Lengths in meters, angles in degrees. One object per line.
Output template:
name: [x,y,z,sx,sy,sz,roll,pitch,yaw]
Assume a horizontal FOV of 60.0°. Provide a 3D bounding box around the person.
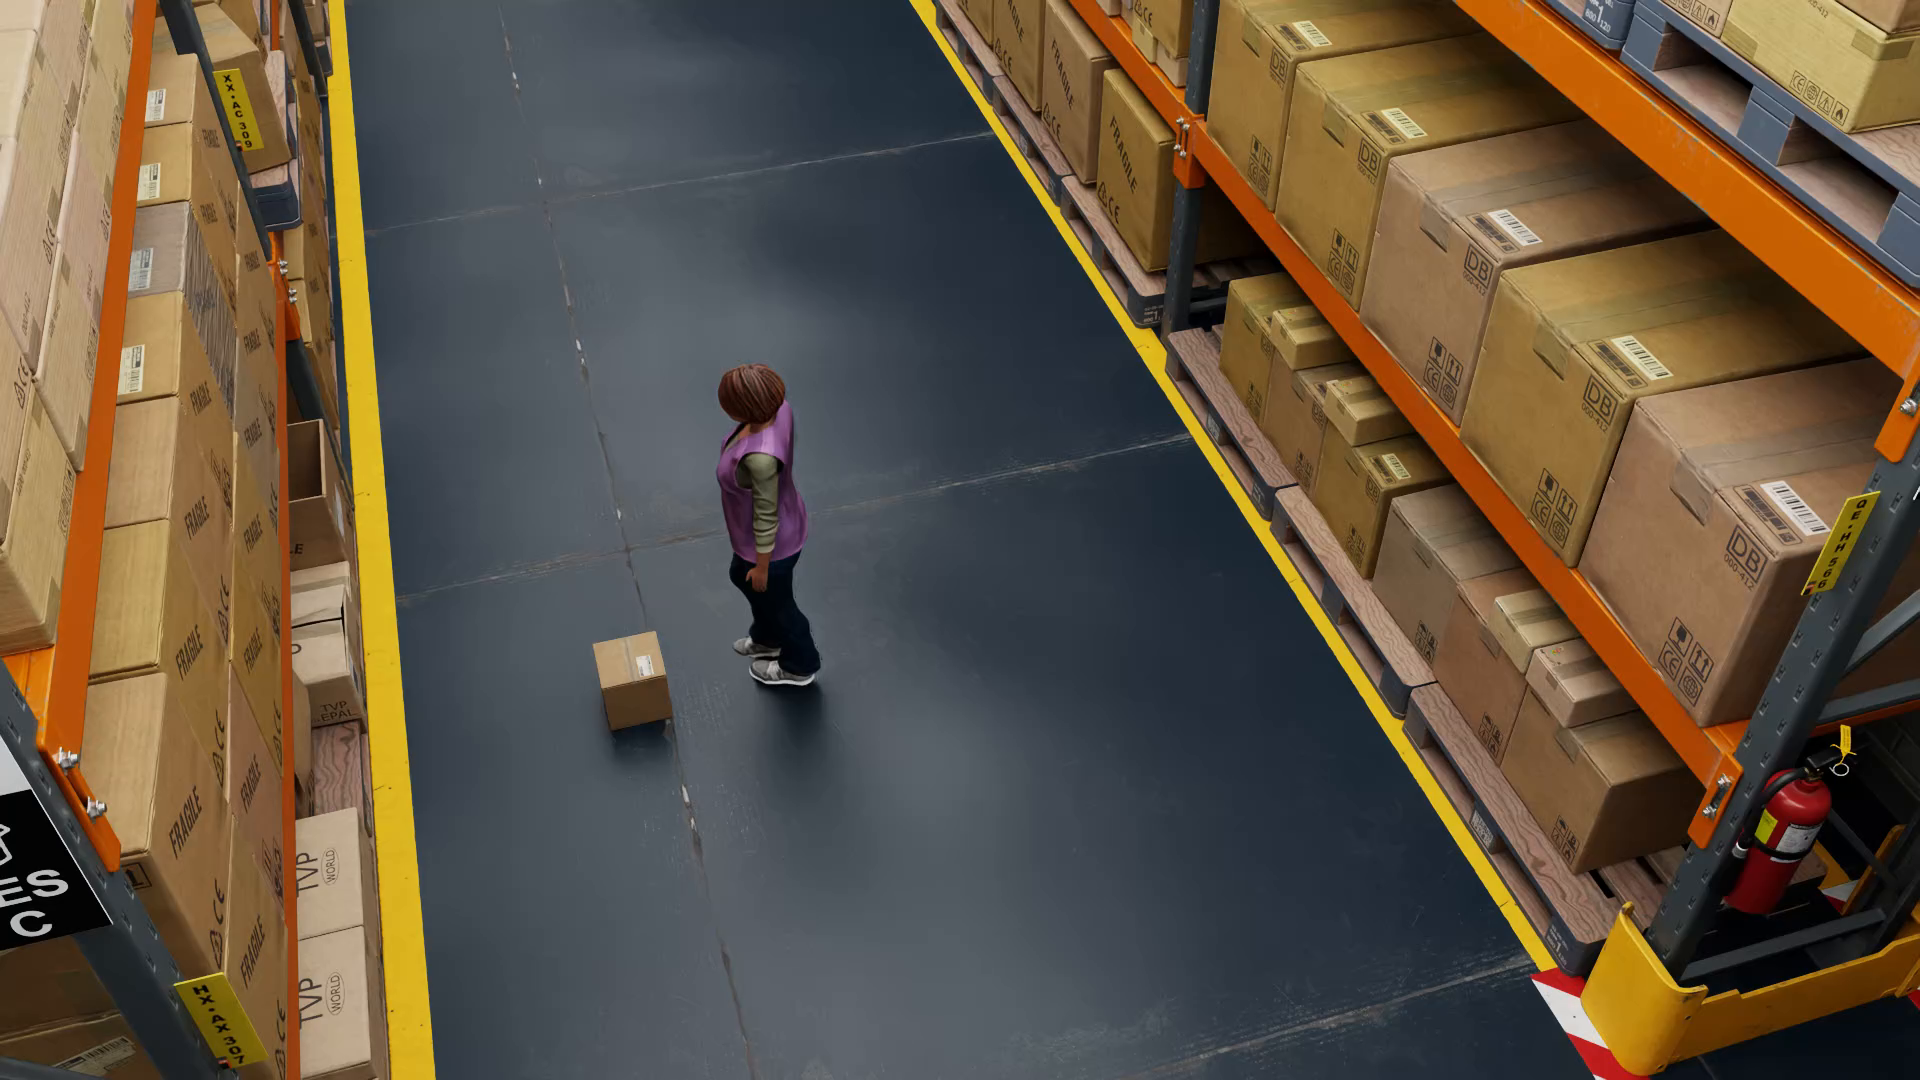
person: [-0.750,-0.009,6.195,0.382,1.633,0.453,0,43,0]
